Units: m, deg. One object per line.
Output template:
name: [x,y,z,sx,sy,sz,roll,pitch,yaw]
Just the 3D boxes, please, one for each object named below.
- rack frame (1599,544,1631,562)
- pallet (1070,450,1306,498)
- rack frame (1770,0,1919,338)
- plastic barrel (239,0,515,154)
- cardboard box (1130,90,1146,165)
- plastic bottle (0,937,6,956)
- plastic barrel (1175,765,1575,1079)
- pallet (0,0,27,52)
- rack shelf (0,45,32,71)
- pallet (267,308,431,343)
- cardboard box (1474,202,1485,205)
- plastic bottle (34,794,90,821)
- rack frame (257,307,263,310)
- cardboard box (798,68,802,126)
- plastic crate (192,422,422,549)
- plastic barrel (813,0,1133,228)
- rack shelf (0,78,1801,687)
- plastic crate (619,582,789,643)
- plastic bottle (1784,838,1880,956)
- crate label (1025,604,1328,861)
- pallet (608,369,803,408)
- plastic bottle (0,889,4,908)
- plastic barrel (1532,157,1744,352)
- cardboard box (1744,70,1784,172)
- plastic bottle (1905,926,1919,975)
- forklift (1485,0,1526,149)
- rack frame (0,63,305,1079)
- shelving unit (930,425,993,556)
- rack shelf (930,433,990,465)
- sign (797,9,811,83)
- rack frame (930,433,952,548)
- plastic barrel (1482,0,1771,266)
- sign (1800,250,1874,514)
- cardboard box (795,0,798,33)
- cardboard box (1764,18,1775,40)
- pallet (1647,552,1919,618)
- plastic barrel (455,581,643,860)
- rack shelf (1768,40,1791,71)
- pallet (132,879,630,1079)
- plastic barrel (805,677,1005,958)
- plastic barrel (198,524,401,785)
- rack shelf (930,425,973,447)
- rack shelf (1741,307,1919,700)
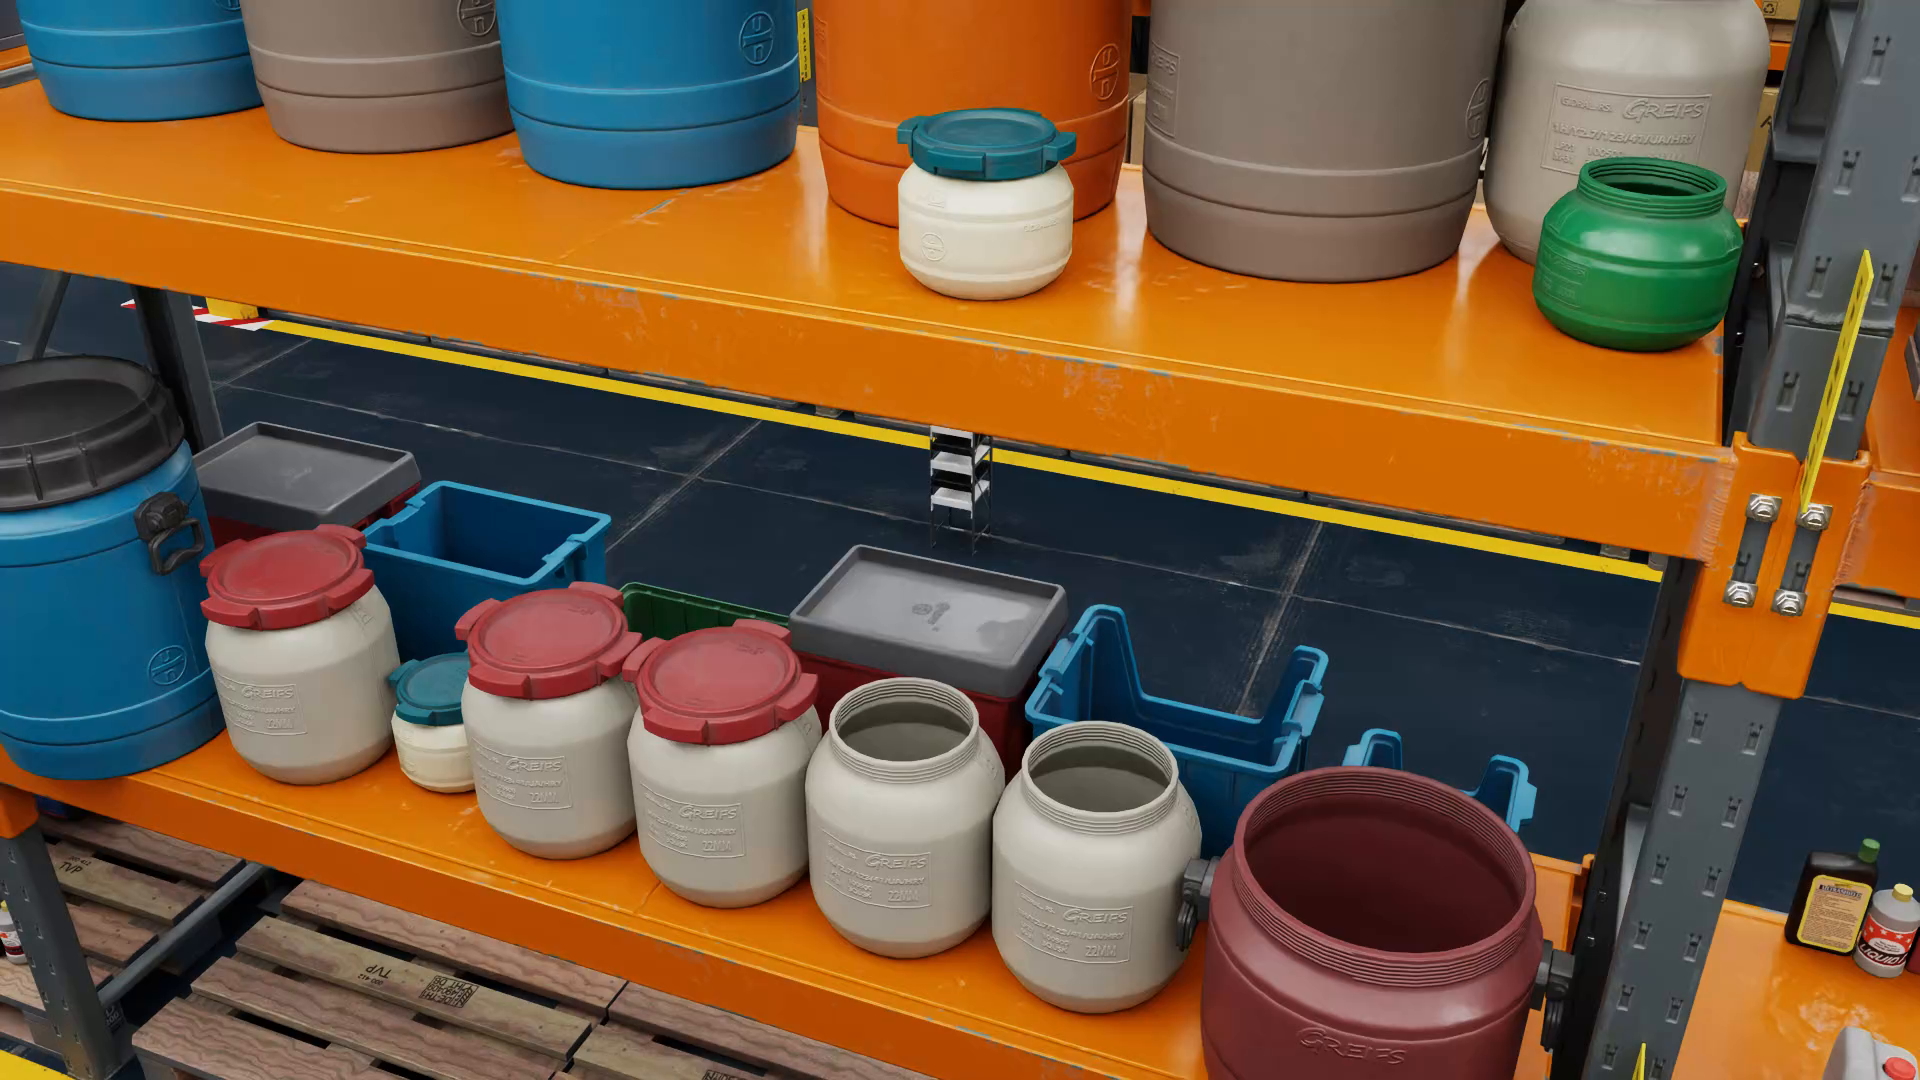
rack frame: [3.175,-1.447,7.262,0.127,3.000,1.000,11,31,19]
pallet: [1.300,-0.630,8.649,1.213,0.211,1.003,11,31,19]
rack frame: [1.309,-1.801,1.791,0.127,3.000,1.000,11,31,19]
plastic barrel: [-1.238,-1.337,3.509,0.600,0.901,0.600,0,29,0]
cardboard box: [1.126,-1.891,7.945,0.500,0.500,0.500,11,31,19]
plastic bottle: [-2.967,1.123,5.028,0.133,0.283,0.061,13,32,22]
plastic barrel: [0.765,0.804,3.141,0.708,0.536,0.600,11,31,19]
pallet: [-3.103,-1.242,4.042,1.003,0.211,1.213,11,31,19]
rack shelf: [-4.251,-1.292,4.670,4.000,0.370,1.077,11,31,19]
pallet: [-3.514,-1.591,10.350,1.213,0.211,1.003,11,31,19]
cardboard box: [2.238,-1.378,7.395,0.250,0.149,0.380,11,31,19]
plastic bottle: [-3.043,0.760,5.602,0.185,0.351,0.144,11,31,19]
rack frame: [-4.238,-2.927,9.880,0.127,3.000,1.000,11,31,19]
cardboard box: [-0.945,-2.310,8.686,0.500,0.500,0.700,10,31,18]
plastic crate: [-1.834,-0.007,4.649,0.583,0.464,0.402,11,31,19]
plastic barrel: [0.024,-1.054,3.081,0.708,0.830,0.600,11,31,19]
rack shelf: [-0.544,-0.552,3.361,4.000,0.370,1.077,11,31,19]
plastic crate: [-0.677,0.357,4.286,0.662,0.188,0.450,11,31,19]
plastic bottle: [1.845,0.742,3.507,0.133,0.283,0.061,11,31,19]
crate label: [0.490,0.488,3.802,0.616,0.435,0.502,11,31,19]
pallet: [-1.253,-1.139,9.551,1.213,0.211,1.003,11,31,19]
plastic bottle: [-3.048,0.979,5.214,0.185,0.351,0.144,11,31,19]
plastic barrel: [1.061,-0.450,2.607,0.294,0.245,0.294,0,29,0]
cardboard box: [5.666,-2.757,11.338,0.750,0.750,0.750,11,31,18]
plastic bottle: [2.058,0.785,3.432,0.133,0.283,0.061,11,31,19]
forklift: [3.176,-2.390,9.000,3.031,2.935,1.130,8,30,14]
rack frame: [-2.397,0.071,4.576,0.127,3.000,1.000,11,31,19]
shelving unit: [0.008,-0.390,7.526,0.210,0.900,0.258,11,31,19]
rack shelf: [0.008,-0.440,7.498,0.200,0.077,0.258,11,31,19]
sign: [-0.739,-2.345,7.890,0.005,0.325,0.100,11,31,19]
rack frame: [-0.087,-0.409,7.559,0.006,0.900,0.240,11,31,19]
plastic barrel: [1.137,-0.741,2.850,0.421,0.512,0.421,0,29,0]
sign: [1.109,-0.197,2.109,0.005,0.325,0.100,11,31,19]
cardboard box: [-0.945,-2.875,8.367,0.500,0.500,0.700,11,31,19]
cardboard box: [5.252,-3.439,11.021,0.250,0.149,0.380,11,31,18]
pallet: [3.853,-0.078,7.673,1.213,0.211,1.003,11,31,19]
plastic barrel: [-0.913,0.424,3.813,0.433,0.535,0.433,0,29,0]
rack shelf: [6.887,-3.023,10.781,4.000,0.370,1.077,11,31,19]
pallet: [-1.655,1.412,5.037,1.213,0.211,1.003,11,31,19]
plastic barrel: [-0.115,0.591,3.542,0.421,0.512,0.421,0,29,0]
plastic barrel: [-1.593,0.289,4.053,0.433,0.535,0.433,0,29,0]
rack shelf: [0.008,-0.518,7.454,0.200,0.077,0.258,11,31,19]
rack shelf: [3.163,0.188,2.051,4.000,0.370,1.077,11,31,19]
